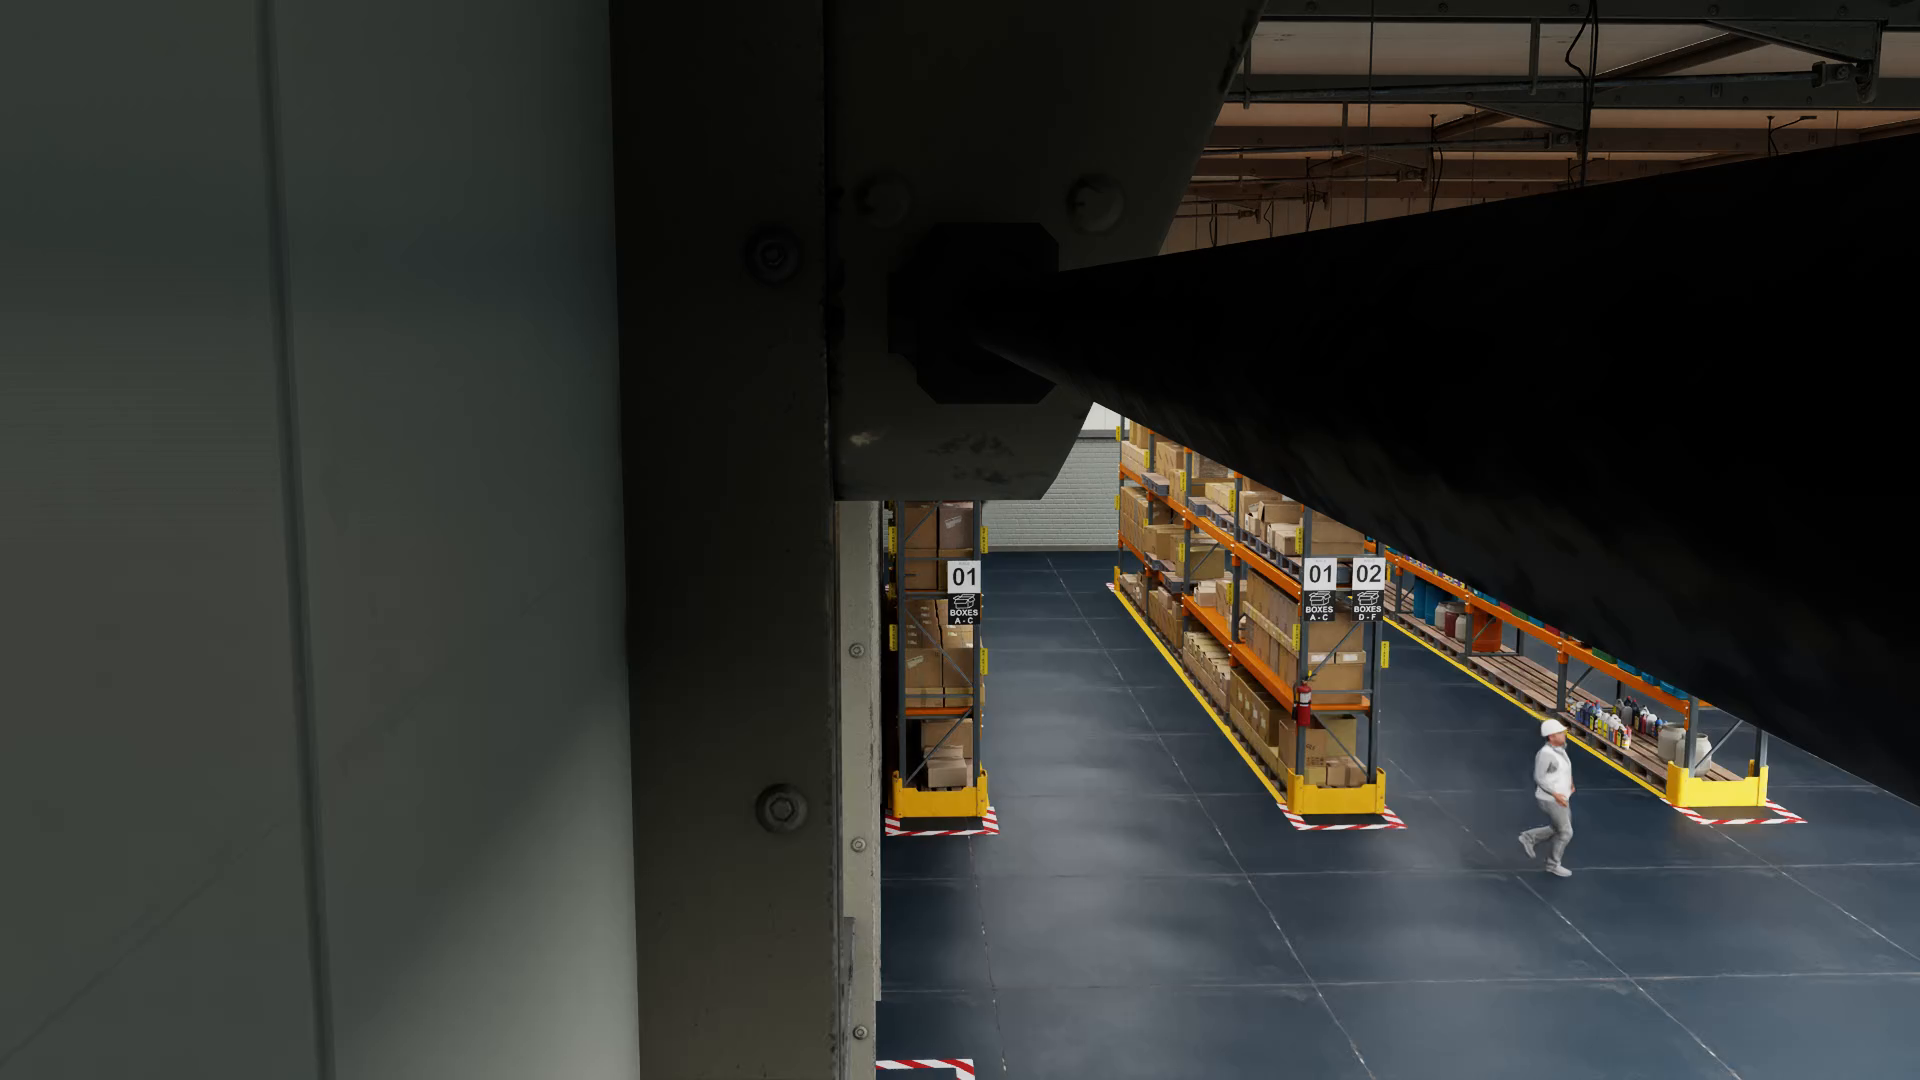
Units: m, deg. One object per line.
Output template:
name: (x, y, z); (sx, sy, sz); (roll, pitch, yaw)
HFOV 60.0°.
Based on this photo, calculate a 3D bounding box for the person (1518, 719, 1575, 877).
person: (6.530, 2.838, 18.463); (0.601, 1.748, 0.660); (5, 9, 30)
